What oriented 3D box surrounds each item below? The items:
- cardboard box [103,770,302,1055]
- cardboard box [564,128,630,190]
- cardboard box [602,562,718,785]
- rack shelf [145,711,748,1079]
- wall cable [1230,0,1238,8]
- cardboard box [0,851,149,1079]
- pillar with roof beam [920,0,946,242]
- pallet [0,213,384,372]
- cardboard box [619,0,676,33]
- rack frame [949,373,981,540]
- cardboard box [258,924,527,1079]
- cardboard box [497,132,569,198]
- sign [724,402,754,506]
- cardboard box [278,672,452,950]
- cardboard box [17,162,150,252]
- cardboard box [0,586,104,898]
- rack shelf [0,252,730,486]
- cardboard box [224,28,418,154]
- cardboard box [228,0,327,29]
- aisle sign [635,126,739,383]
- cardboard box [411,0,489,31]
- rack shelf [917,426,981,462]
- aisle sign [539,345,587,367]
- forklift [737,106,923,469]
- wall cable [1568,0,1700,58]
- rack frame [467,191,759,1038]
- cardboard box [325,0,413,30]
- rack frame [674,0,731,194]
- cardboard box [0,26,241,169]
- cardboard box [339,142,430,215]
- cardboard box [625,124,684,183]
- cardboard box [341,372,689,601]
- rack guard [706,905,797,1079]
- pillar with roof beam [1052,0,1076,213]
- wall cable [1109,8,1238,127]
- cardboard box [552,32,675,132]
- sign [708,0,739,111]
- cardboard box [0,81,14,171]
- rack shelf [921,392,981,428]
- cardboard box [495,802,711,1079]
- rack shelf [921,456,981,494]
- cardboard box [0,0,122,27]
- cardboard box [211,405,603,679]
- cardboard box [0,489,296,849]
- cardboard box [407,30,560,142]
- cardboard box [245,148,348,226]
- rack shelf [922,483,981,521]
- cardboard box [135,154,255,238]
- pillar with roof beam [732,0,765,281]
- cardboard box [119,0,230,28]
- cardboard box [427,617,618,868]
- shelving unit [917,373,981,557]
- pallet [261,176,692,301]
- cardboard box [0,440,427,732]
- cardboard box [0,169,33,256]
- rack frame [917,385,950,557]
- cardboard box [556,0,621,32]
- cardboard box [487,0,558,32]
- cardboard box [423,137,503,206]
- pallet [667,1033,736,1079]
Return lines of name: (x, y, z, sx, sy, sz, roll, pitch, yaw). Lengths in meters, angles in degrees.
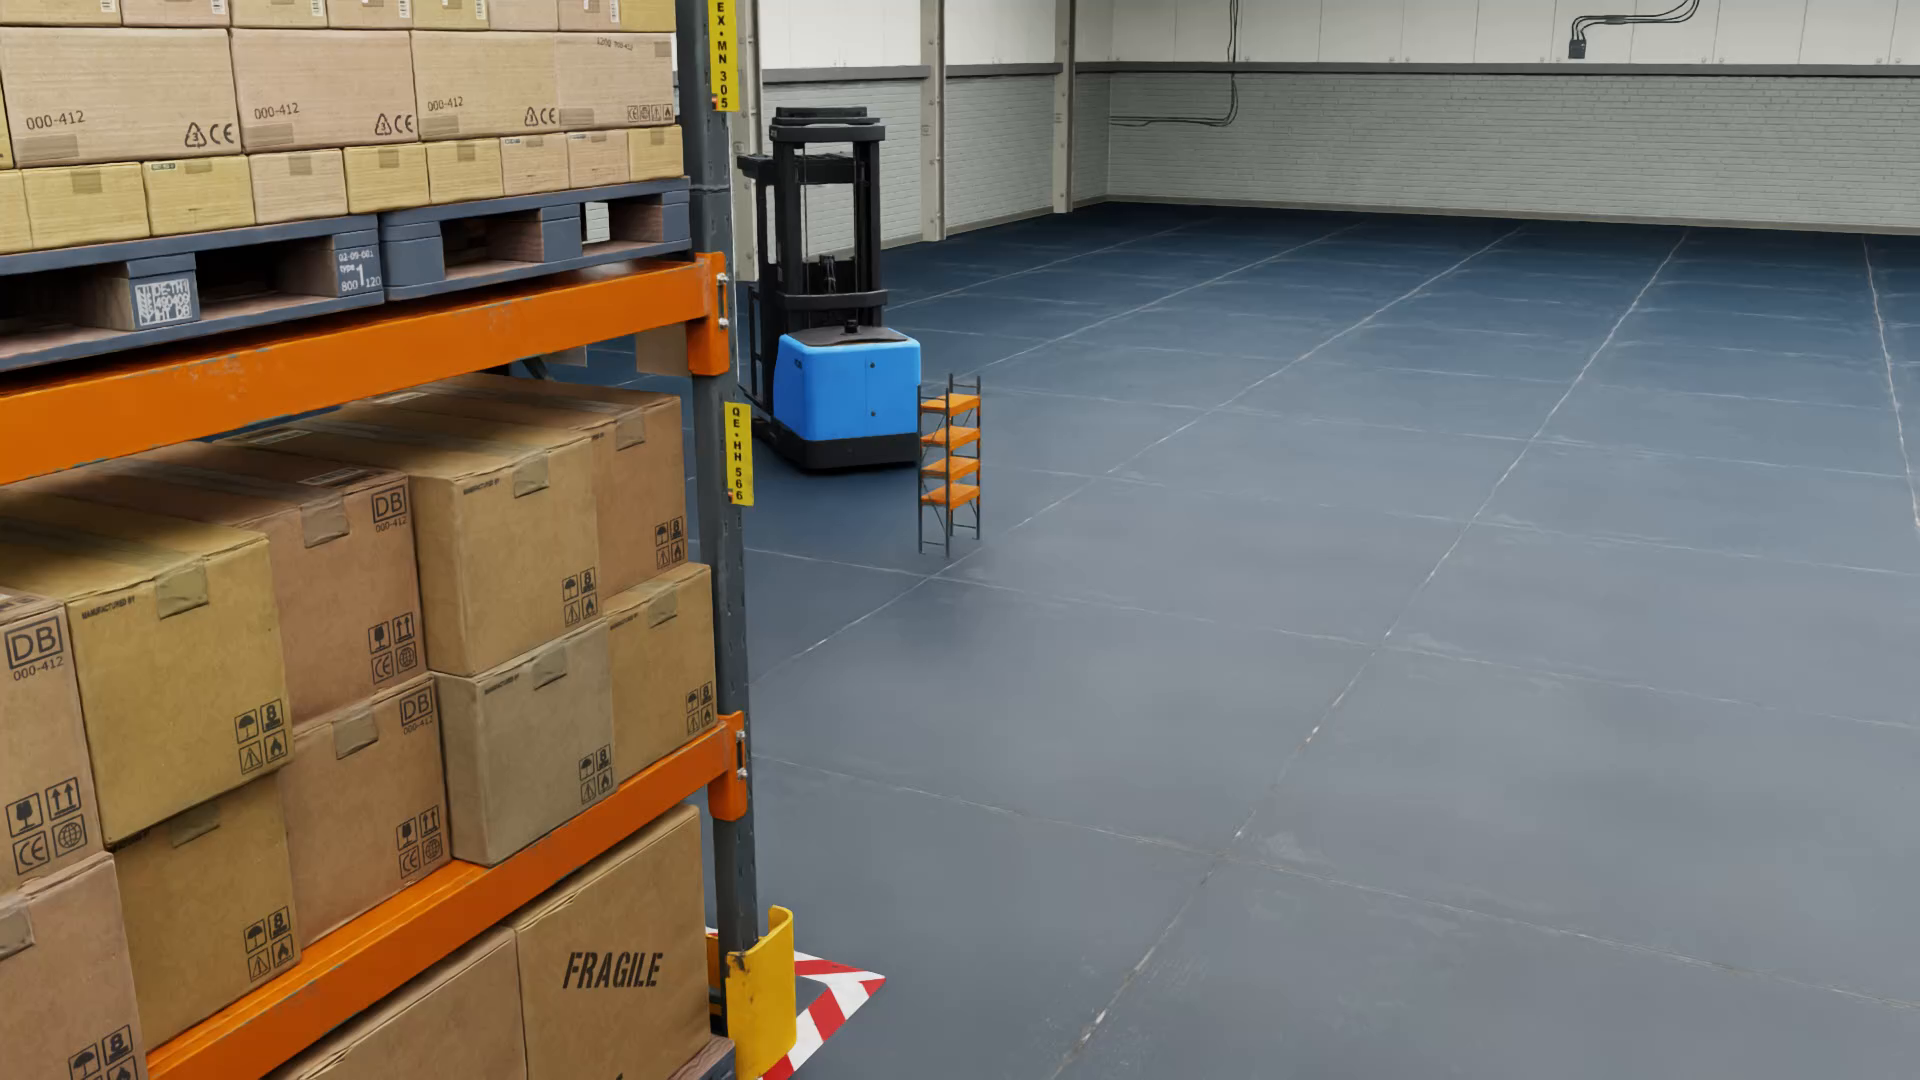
cardboard box: (-2.088, 0.765, 3.916, 0.875, 0.550, 0.500, 8, 18, 25)
cardboard box: (-1.133, -1.048, 4.543, 0.380, 0.149, 0.250, 8, 18, 26)
cardboard box: (-1.299, 0.356, 5.295, 0.875, 0.550, 0.550, 8, 18, 25)
rack shelf: (-2.068, 1.182, 4.042, 1.077, 0.370, 4.000, 8, 18, 25)
wall cable: (7.118, -12.532, 34.998, 3.097, 2.526, 0.112, 8, 18, 25)
cardboard box: (-2.235, 0.913, 3.418, 0.875, 0.550, 0.550, 8, 18, 25)
pillar with roof beam: (3.368, -9.286, 27.484, 9.100, 9.000, 0.400, 8, 18, 25)
pallet: (-2.040, -0.566, 3.549, 1.003, 0.211, 1.213, 8, 18, 25)
cardboard box: (-1.021, -1.493, 4.641, 0.380, 0.149, 0.250, 8, 18, 26)
rack frame: (0.035, -0.595, 11.921, 0.240, 1.200, 0.015, 8, 18, 25)
cardboard box: (-1.809, 1.550, 4.532, 0.875, 0.875, 0.875, 8, 18, 25)
cardboard box: (-1.247, -0.982, 4.322, 0.380, 0.149, 0.250, 8, 18, 26)
sign: (-0.695, -0.269, 5.211, 0.100, 0.325, 0.005, 8, 18, 25)
cardboard box: (-1.888, 0.625, 4.388, 0.875, 0.550, 0.550, 8, 18, 25)
cardboard box: (-1.815, -0.658, 3.230, 0.380, 0.149, 0.250, 8, 18, 26)
cardboard box: (-2.260, 0.392, 3.276, 0.875, 0.550, 0.550, 8, 18, 25)
rack shelf: (-2.068, -0.256, 3.615, 1.077, 0.370, 4.000, 8, 18, 25)
cardboard box: (-1.592, -1.015, 3.734, 0.500, 0.250, 0.500, 8, 18, 25)
cardboard box: (-1.589, -1.169, 3.551, 0.380, 0.149, 0.250, 8, 18, 25)
aisle sign: (-0.874, -0.899, 5.217, 0.394, 0.787, 0.004, 8, 18, 25)
cardboard box: (-1.363, -1.298, 3.985, 0.380, 0.149, 0.250, 8, 19, 26)
rack shelf: (-0.074, -0.683, 11.667, 0.258, 0.148, 0.480, 8, 18, 25)
aisle sign: (-1.411, -0.975, 5.474, 0.394, 0.787, 0.004, 8, 18, 25)
forklift: (-1.323, -2.368, 14.848, 1.130, 2.935, 3.031, -6, 18, -20)
wall cable: (13.183, -12.363, 31.869, 2.305, 6.003, 0.169, 8, 18, 25)
rack frame: (-1.174, 0.327, 5.654, 1.000, 3.000, 0.127, 8, 18, 25)
cardboard box: (-1.475, -1.234, 3.772, 0.380, 0.149, 0.250, 8, 18, 26)
rack frame: (-1.174, -2.549, 4.800, 1.000, 3.000, 0.127, 8, 18, 25)
cardboard box: (-1.818, -0.887, 3.302, 0.500, 0.250, 0.500, 8, 18, 26)
cardboard box: (-1.474, -0.852, 3.886, 0.380, 0.149, 0.250, 8, 18, 25)
cardboard box: (-1.019, -1.112, 4.759, 0.380, 0.149, 0.250, 8, 18, 25)
cardboard box: (-1.375, -0.173, 5.178, 0.875, 0.550, 0.550, 8, 18, 25)
rack guard: (-1.163, 1.519, 6.031, 1.175, 0.500, 0.348, 8, 18, 25)
pillar with roof beam: (6.049, -10.814, 32.629, 9.100, 9.000, 0.400, 8, 18, 25)
wall cable: (4.697, -10.456, 36.875, 3.097, 2.526, 0.112, 8, 18, 25)
cardboard box: (-1.143, -1.270, 4.593, 0.500, 0.250, 0.500, 8, 18, 26)
sign: (-0.695, -1.425, 4.868, 0.100, 0.325, 0.005, 8, 18, 25)
cardboard box: (-2.043, -0.758, 2.868, 0.500, 0.250, 0.500, 8, 18, 25)
rack shelf: (-0.074, -0.910, 11.600, 0.258, 0.148, 0.480, 8, 18, 25)
cardboard box: (-1.418, 1.326, 5.287, 0.875, 0.875, 0.875, 8, 18, 26)
rack shelf: (-0.074, -0.469, 11.731, 0.258, 0.148, 0.480, 8, 18, 25)
cardboard box: (-1.815, -1.040, 3.116, 0.380, 0.149, 0.250, 8, 18, 25)
cardboard box: (-1.538, -0.021, 4.666, 0.875, 0.550, 0.550, 8, 18, 25)
cardboard box: (-2.030, 0.256, 3.734, 0.875, 0.550, 0.500, 8, 18, 25)
cardboard box: (-1.367, -1.143, 4.164, 0.500, 0.250, 0.500, 8, 18, 25)
cardboard box: (-1.588, -0.788, 3.669, 0.380, 0.149, 0.250, 8, 18, 26)
rack shelf: (-0.074, -0.278, 11.787, 0.258, 0.148, 0.480, 8, 18, 25)
cardboard box: (-1.701, -0.723, 3.451, 0.380, 0.149, 0.250, 8, 18, 26)
pillar with roof beam: (0.687, -7.758, 22.338, 9.100, 9.000, 0.400, 8, 18, 25)
cardboard box: (-1.703, -1.104, 3.333, 0.380, 0.149, 0.250, 8, 18, 26)
cardboard box: (-1.526, 0.498, 4.814, 0.875, 0.550, 0.550, 8, 18, 25)
shelving unit: (-0.074, -0.533, 11.712, 0.258, 1.200, 0.503, 8, 18, 25)
pallet: (-1.496, -0.878, 4.599, 1.003, 0.211, 1.213, 8, 18, 25)
cardboard box: (-1.910, 0.104, 4.244, 0.875, 0.550, 0.550, 8, 18, 25)
cardboard box: (-1.927, -0.595, 3.018, 0.380, 0.149, 0.250, 8, 18, 25)
rack frame: (-0.183, -0.471, 11.502, 0.240, 1.200, 0.015, 8, 18, 25)
cardboard box: (-1.134, -1.429, 4.428, 0.380, 0.149, 0.250, 8, 18, 26)
cardboard box: (-1.248, -1.364, 4.208, 0.380, 0.149, 0.250, 8, 19, 26)
cardboard box: (-1.360, -0.918, 4.106, 0.380, 0.149, 0.250, 8, 18, 26)
pallet: (-1.461, 1.878, 5.332, 1.003, 0.211, 1.213, 8, 18, 25)
